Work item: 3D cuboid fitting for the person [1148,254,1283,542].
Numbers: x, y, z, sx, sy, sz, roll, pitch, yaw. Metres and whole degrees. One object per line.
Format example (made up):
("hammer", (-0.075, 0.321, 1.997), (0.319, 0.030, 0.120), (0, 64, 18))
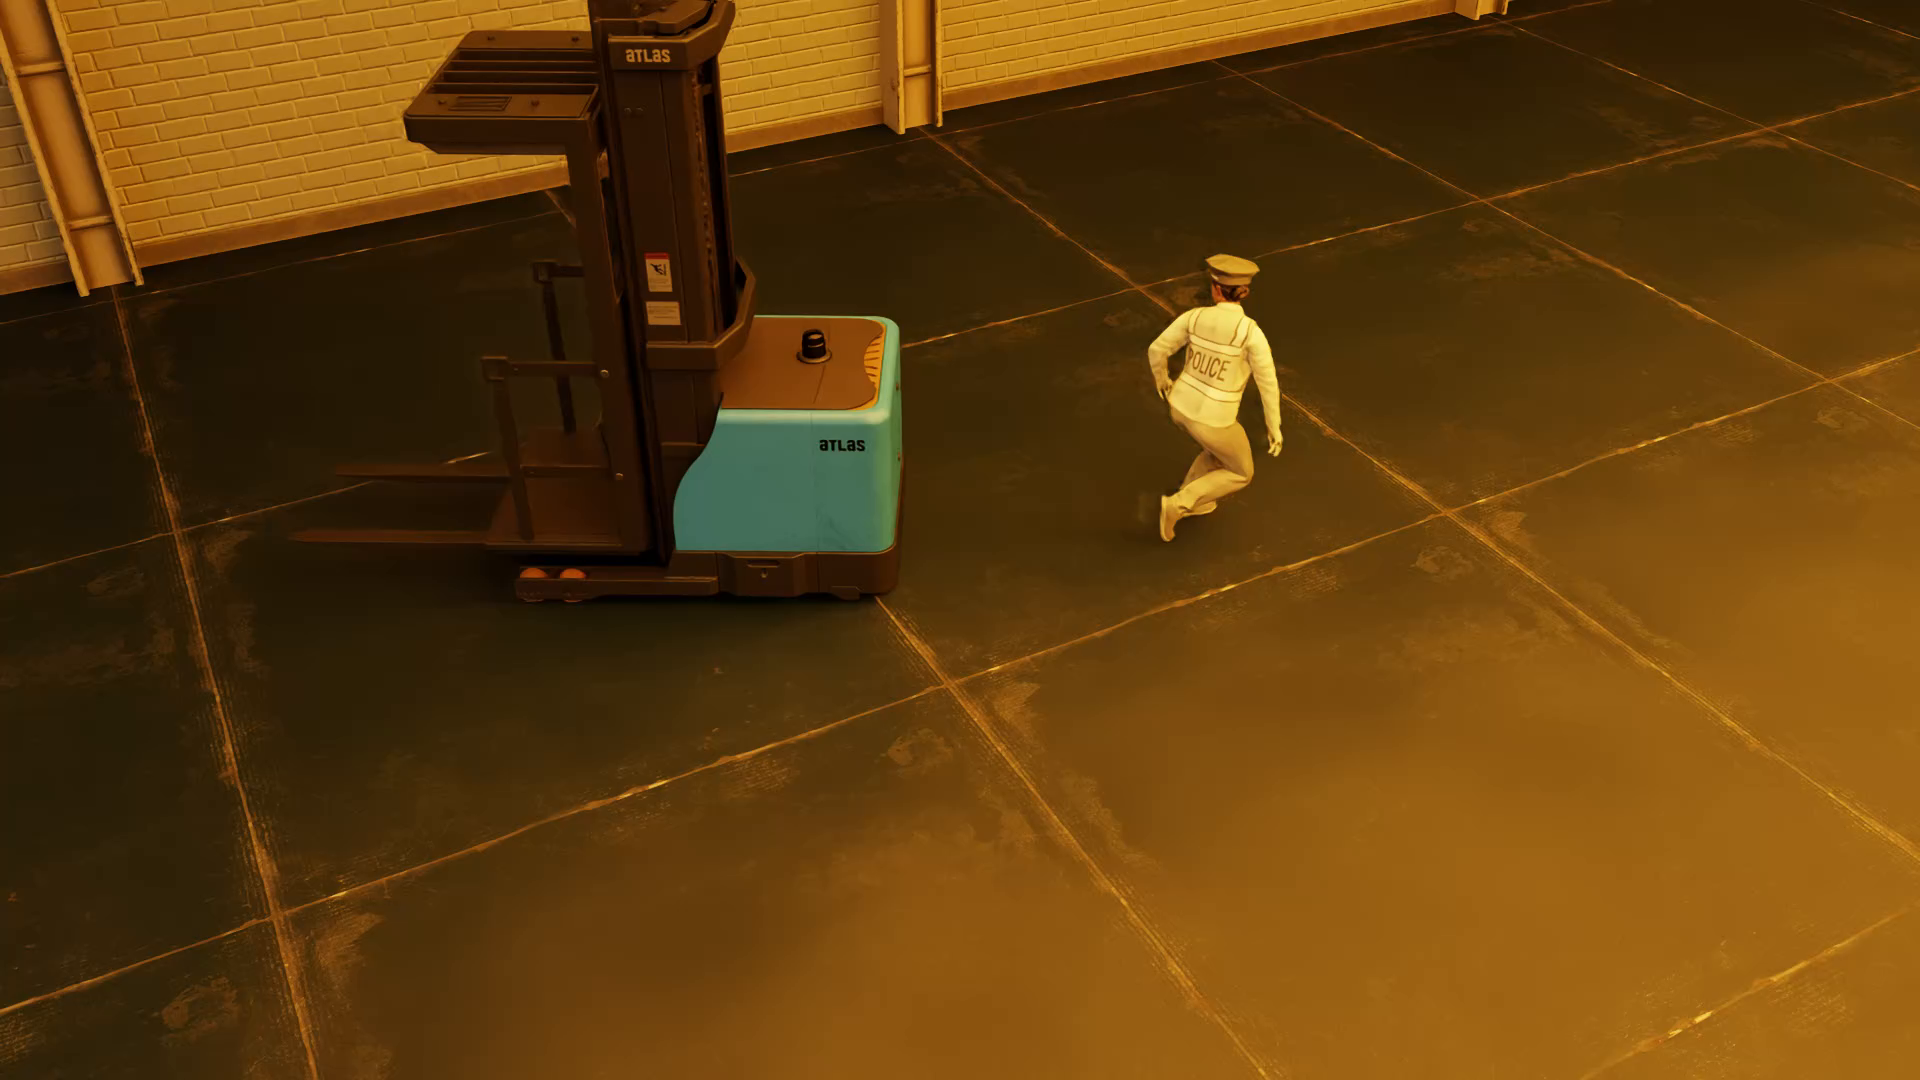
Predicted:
("person", (1.235, -0.679, 8.379), (0.611, 1.463, 0.756), (-23, 41, -29))

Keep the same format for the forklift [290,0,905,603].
("forklift", (-1.817, -1.193, 7.811), (3.031, 2.935, 1.130), (1, 35, 1))
